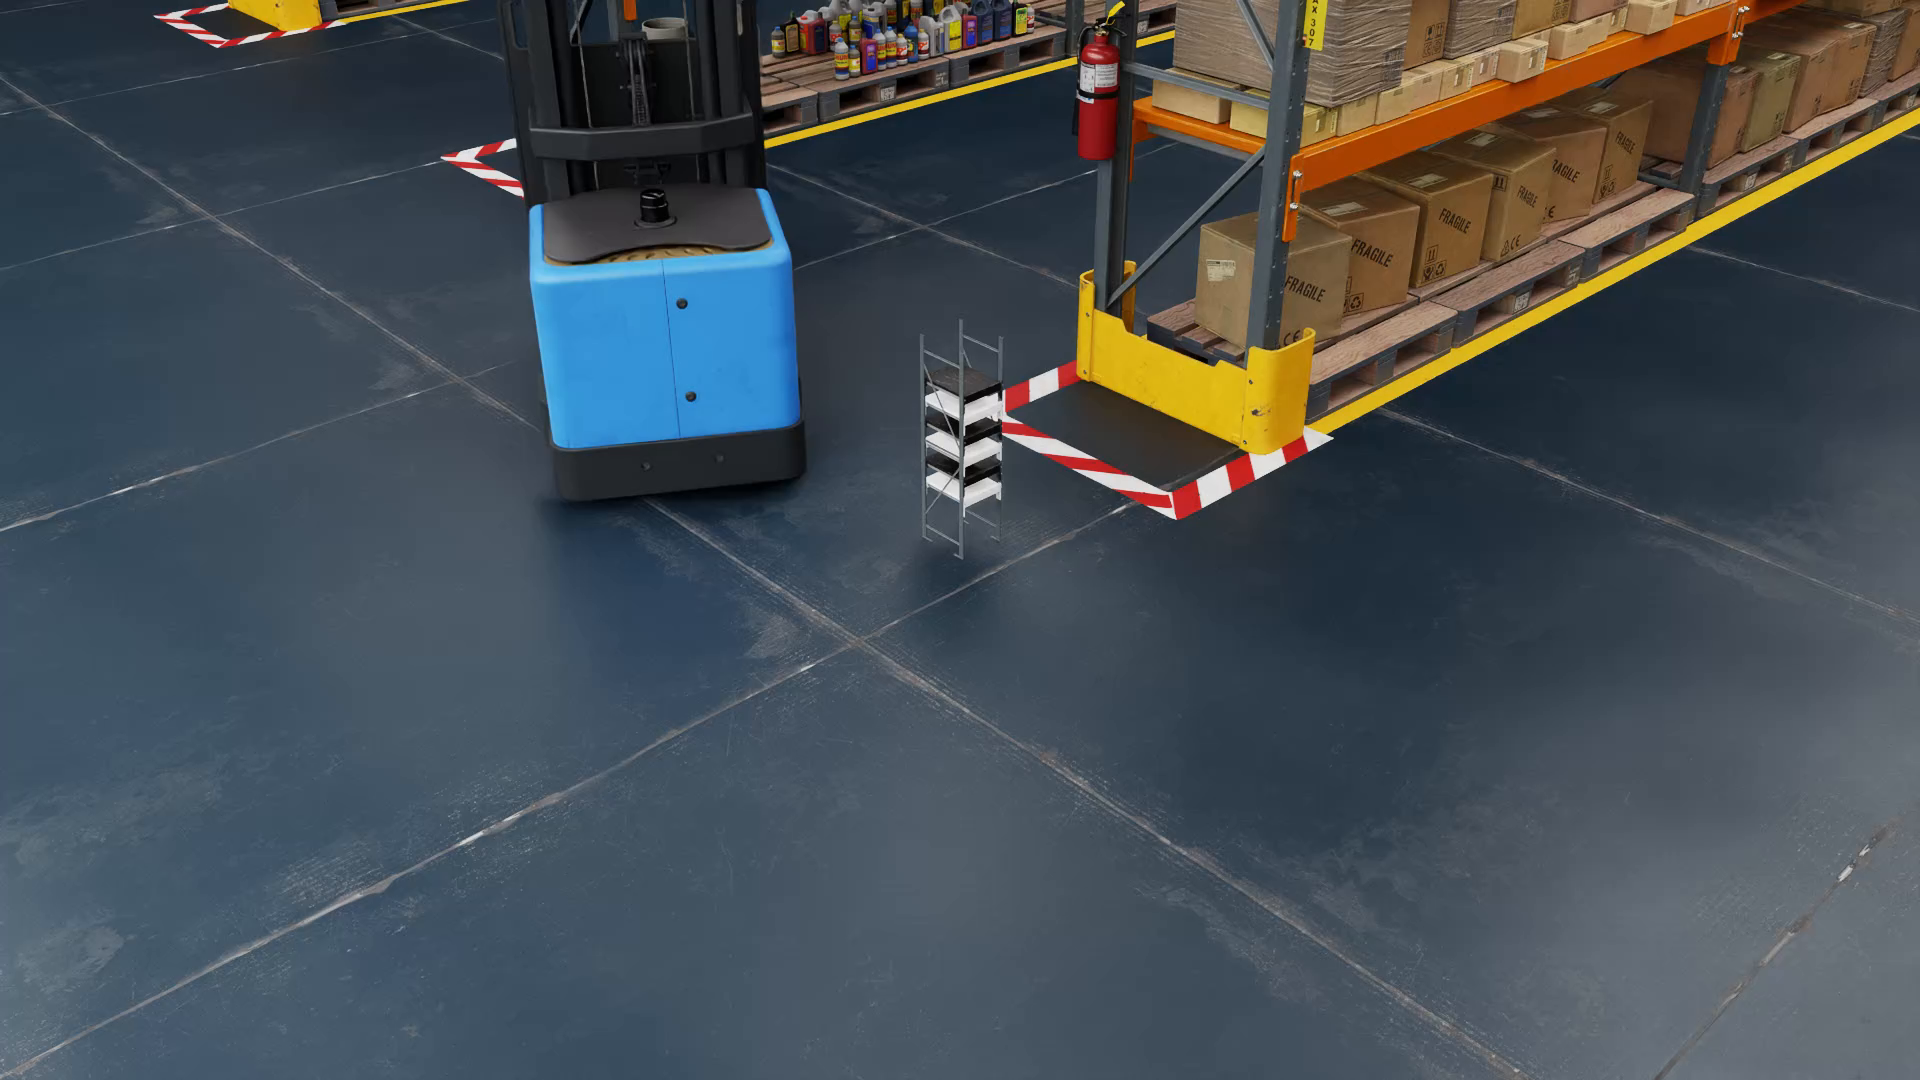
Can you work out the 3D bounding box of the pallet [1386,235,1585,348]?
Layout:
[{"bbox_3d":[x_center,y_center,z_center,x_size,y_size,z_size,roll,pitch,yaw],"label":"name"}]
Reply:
[{"bbox_3d":[2.574,-1.442,8.906,1.213,0.211,1.003,-26,40,-35],"label":"pallet"}]

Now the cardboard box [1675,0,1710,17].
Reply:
[{"bbox_3d":[3.790,-2.938,8.920,0.250,0.149,0.380,-26,40,-35],"label":"cardboard box"}]

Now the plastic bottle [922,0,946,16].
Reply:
[{"bbox_3d":[-0.206,-4.088,12.678,0.185,0.351,0.144,-26,40,-35],"label":"plastic bottle"}]

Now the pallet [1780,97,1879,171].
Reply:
[{"bbox_3d":[5.402,-2.841,11.193,1.213,0.211,1.003,-26,40,-35],"label":"pallet"}]

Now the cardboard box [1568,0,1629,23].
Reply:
[{"bbox_3d":[2.877,-2.972,8.355,0.500,0.500,0.875,-26,40,-35],"label":"cardboard box"}]

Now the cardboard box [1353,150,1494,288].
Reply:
[{"bbox_3d":[2.361,-1.667,8.595,0.500,0.500,0.500,-22,38,-31],"label":"cardboard box"}]

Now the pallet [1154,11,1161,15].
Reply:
[{"bbox_3d":[2.014,-4.752,14.319,1.213,0.211,1.003,-26,40,-35],"label":"pallet"}]

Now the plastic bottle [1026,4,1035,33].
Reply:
[{"bbox_3d":[0.516,-3.959,12.610,0.097,0.201,0.097,0,31,0],"label":"plastic bottle"}]

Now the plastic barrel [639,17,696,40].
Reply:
[{"bbox_3d":[-1.933,-3.175,11.049,0.421,0.512,0.421,0,31,0],"label":"plastic barrel"}]

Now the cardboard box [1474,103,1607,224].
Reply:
[{"bbox_3d":[3.202,-2.099,9.300,0.500,0.500,0.500,-13,34,-21],"label":"cardboard box"}]

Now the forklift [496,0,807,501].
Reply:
[{"bbox_3d":[-1.477,-2.167,7.485,1.130,2.935,3.031,-7,32,-11],"label":"forklift"}]

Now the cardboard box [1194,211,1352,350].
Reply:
[{"bbox_3d":[1.474,-1.228,7.876,0.500,0.500,0.500,-18,36,-27],"label":"cardboard box"}]

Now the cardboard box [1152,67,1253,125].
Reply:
[{"bbox_3d":[1.073,-1.973,7.341,0.250,0.149,0.380,-26,40,-35],"label":"cardboard box"}]

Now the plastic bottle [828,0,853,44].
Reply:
[{"bbox_3d":[-0.891,-3.860,12.304,0.185,0.351,0.144,-24,39,-34],"label":"plastic bottle"}]

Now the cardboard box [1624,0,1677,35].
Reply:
[{"bbox_3d":[3.458,-2.741,8.597,0.250,0.149,0.380,-26,40,-35],"label":"cardboard box"}]

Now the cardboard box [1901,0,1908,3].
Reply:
[{"bbox_3d":[6.400,-3.929,11.556,0.500,0.250,0.500,-24,39,-34],"label":"cardboard box"}]

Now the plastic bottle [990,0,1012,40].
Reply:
[{"bbox_3d":[0.294,-3.932,12.423,0.185,0.351,0.144,-27,41,-37],"label":"plastic bottle"}]

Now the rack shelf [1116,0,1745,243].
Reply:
[{"bbox_3d":[2.471,-2.302,8.329,4.000,0.370,1.077,-26,40,-35],"label":"rack shelf"}]

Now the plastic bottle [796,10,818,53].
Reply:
[{"bbox_3d":[-1.111,-3.718,12.144,0.135,0.276,0.152,-25,40,-35],"label":"plastic bottle"}]

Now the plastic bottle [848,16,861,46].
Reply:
[{"bbox_3d":[-0.777,-3.765,12.293,0.097,0.201,0.097,0,31,0],"label":"plastic bottle"}]

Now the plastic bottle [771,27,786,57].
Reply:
[{"bbox_3d":[-1.315,-3.607,12.035,0.097,0.201,0.097,0,31,0],"label":"plastic bottle"}]

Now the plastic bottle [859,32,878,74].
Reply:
[{"bbox_3d":[-0.644,-3.420,11.650,0.133,0.283,0.061,-25,39,-35],"label":"plastic bottle"}]

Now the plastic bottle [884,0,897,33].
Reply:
[{"bbox_3d":[-0.525,-3.976,12.570,0.097,0.271,0.097,0,31,0],"label":"plastic bottle"}]

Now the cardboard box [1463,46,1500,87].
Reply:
[{"bbox_3d":[2.287,-2.248,7.792,0.250,0.149,0.380,-26,40,-35],"label":"cardboard box"}]

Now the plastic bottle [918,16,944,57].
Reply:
[{"bbox_3d":[-0.206,-3.661,12.052,0.135,0.276,0.152,-25,39,-35],"label":"plastic bottle"}]

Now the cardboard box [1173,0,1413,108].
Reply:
[{"bbox_3d":[1.426,-2.254,7.180,0.500,0.500,0.875,-26,40,-35],"label":"cardboard box"}]

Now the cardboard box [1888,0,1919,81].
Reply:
[{"bbox_3d":[6.393,-3.613,11.758,0.700,0.500,0.500,27,40,36],"label":"cardboard box"}]

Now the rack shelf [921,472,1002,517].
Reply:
[{"bbox_3d":[0.006,-0.205,6.631,0.200,0.077,0.258,-26,40,-35],"label":"rack shelf"}]

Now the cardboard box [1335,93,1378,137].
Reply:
[{"bbox_3d":[1.572,-1.884,7.196,0.250,0.149,0.380,-26,40,-35],"label":"cardboard box"}]

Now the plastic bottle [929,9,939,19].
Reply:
[{"bbox_3d":[-0.173,-3.751,12.191,0.133,0.283,0.061,-26,40,-35],"label":"plastic bottle"}]

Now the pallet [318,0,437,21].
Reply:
[{"bbox_3d":[-5.196,-4.788,14.378,1.213,0.211,1.003,-26,40,-35],"label":"pallet"}]

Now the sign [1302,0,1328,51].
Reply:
[{"bbox_3d":[1.373,-2.062,6.416,0.005,0.325,0.100,-26,40,-35],"label":"sign"}]

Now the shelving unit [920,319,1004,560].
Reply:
[{"bbox_3d":[0.006,-0.387,6.520,0.210,0.900,0.258,-26,40,-35],"label":"shelving unit"}]

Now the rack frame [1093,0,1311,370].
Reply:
[{"bbox_3d":[1.004,-1.900,6.981,0.127,3.000,1.000,-26,40,-35],"label":"rack frame"}]

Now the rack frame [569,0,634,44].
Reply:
[{"bbox_3d":[-2.363,-3.794,10.080,0.127,3.000,1.000,-26,40,-35],"label":"rack frame"}]

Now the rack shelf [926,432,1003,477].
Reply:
[{"bbox_3d":[0.006,-0.358,6.537,0.200,0.077,0.258,-26,40,-35],"label":"rack shelf"}]

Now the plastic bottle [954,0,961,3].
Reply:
[{"bbox_3d":[-0.036,-4.226,13.046,0.097,0.201,0.097,0,31,0],"label":"plastic bottle"}]

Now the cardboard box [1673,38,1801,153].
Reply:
[{"bbox_3d":[4.765,-2.811,10.447,0.500,0.500,0.700,-26,40,-36],"label":"cardboard box"}]

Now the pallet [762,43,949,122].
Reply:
[{"bbox_3d":[-0.846,-3.366,12.053,1.213,0.211,1.003,-26,40,-35],"label":"pallet"}]

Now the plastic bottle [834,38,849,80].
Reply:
[{"bbox_3d":[-0.822,-3.342,11.534,0.097,0.271,0.097,0,31,0],"label":"plastic bottle"}]

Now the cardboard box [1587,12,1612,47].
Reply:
[{"bbox_3d":[3.029,-2.598,8.365,0.250,0.149,0.380,-26,40,-35],"label":"cardboard box"}]

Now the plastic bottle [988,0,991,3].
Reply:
[{"bbox_3d":[0.196,-3.987,12.513,0.185,0.351,0.144,-26,40,-35],"label":"plastic bottle"}]

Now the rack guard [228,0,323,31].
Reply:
[{"bbox_3d":[-5.746,-4.616,13.819,0.348,0.500,1.175,-26,40,-35],"label":"rack guard"}]

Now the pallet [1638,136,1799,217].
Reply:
[{"bbox_3d":[4.507,-2.406,10.482,1.213,0.211,1.003,-26,40,-35],"label":"pallet"}]

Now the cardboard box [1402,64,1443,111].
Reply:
[{"bbox_3d":[1.935,-2.063,7.490,0.250,0.149,0.380,-26,40,-35],"label":"cardboard box"}]

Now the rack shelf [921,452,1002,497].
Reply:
[{"bbox_3d":[0.006,-0.282,6.584,0.200,0.077,0.258,-26,40,-35],"label":"rack shelf"}]

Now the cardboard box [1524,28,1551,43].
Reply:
[{"bbox_3d":[2.634,-2.437,8.101,0.250,0.149,0.380,-26,40,-35],"label":"cardboard box"}]

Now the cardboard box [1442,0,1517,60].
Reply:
[{"bbox_3d":[2.107,-2.638,7.808,0.500,0.500,0.875,-26,40,-35],"label":"cardboard box"}]

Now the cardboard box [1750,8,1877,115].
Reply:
[{"bbox_3d":[5.584,-3.208,11.095,0.500,0.500,0.700,-22,38,-32],"label":"cardboard box"}]

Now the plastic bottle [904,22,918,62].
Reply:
[{"bbox_3d":[-0.349,-3.571,11.908,0.097,0.271,0.097,0,31,0],"label":"plastic bottle"}]

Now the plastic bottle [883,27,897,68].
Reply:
[{"bbox_3d":[-0.497,-3.499,11.791,0.097,0.271,0.097,0,31,0],"label":"plastic bottle"}]

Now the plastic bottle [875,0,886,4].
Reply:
[{"bbox_3d":[-0.592,-4.005,12.606,0.133,0.283,0.061,-24,39,-33],"label":"plastic bottle"}]

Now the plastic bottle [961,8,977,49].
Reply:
[{"bbox_3d":[0.062,-3.762,12.208,0.133,0.283,0.061,-23,38,-32],"label":"plastic bottle"}]

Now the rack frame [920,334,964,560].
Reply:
[{"bbox_3d":[-0.069,-0.351,6.461,0.006,0.900,0.240,-26,40,-35],"label":"rack frame"}]
